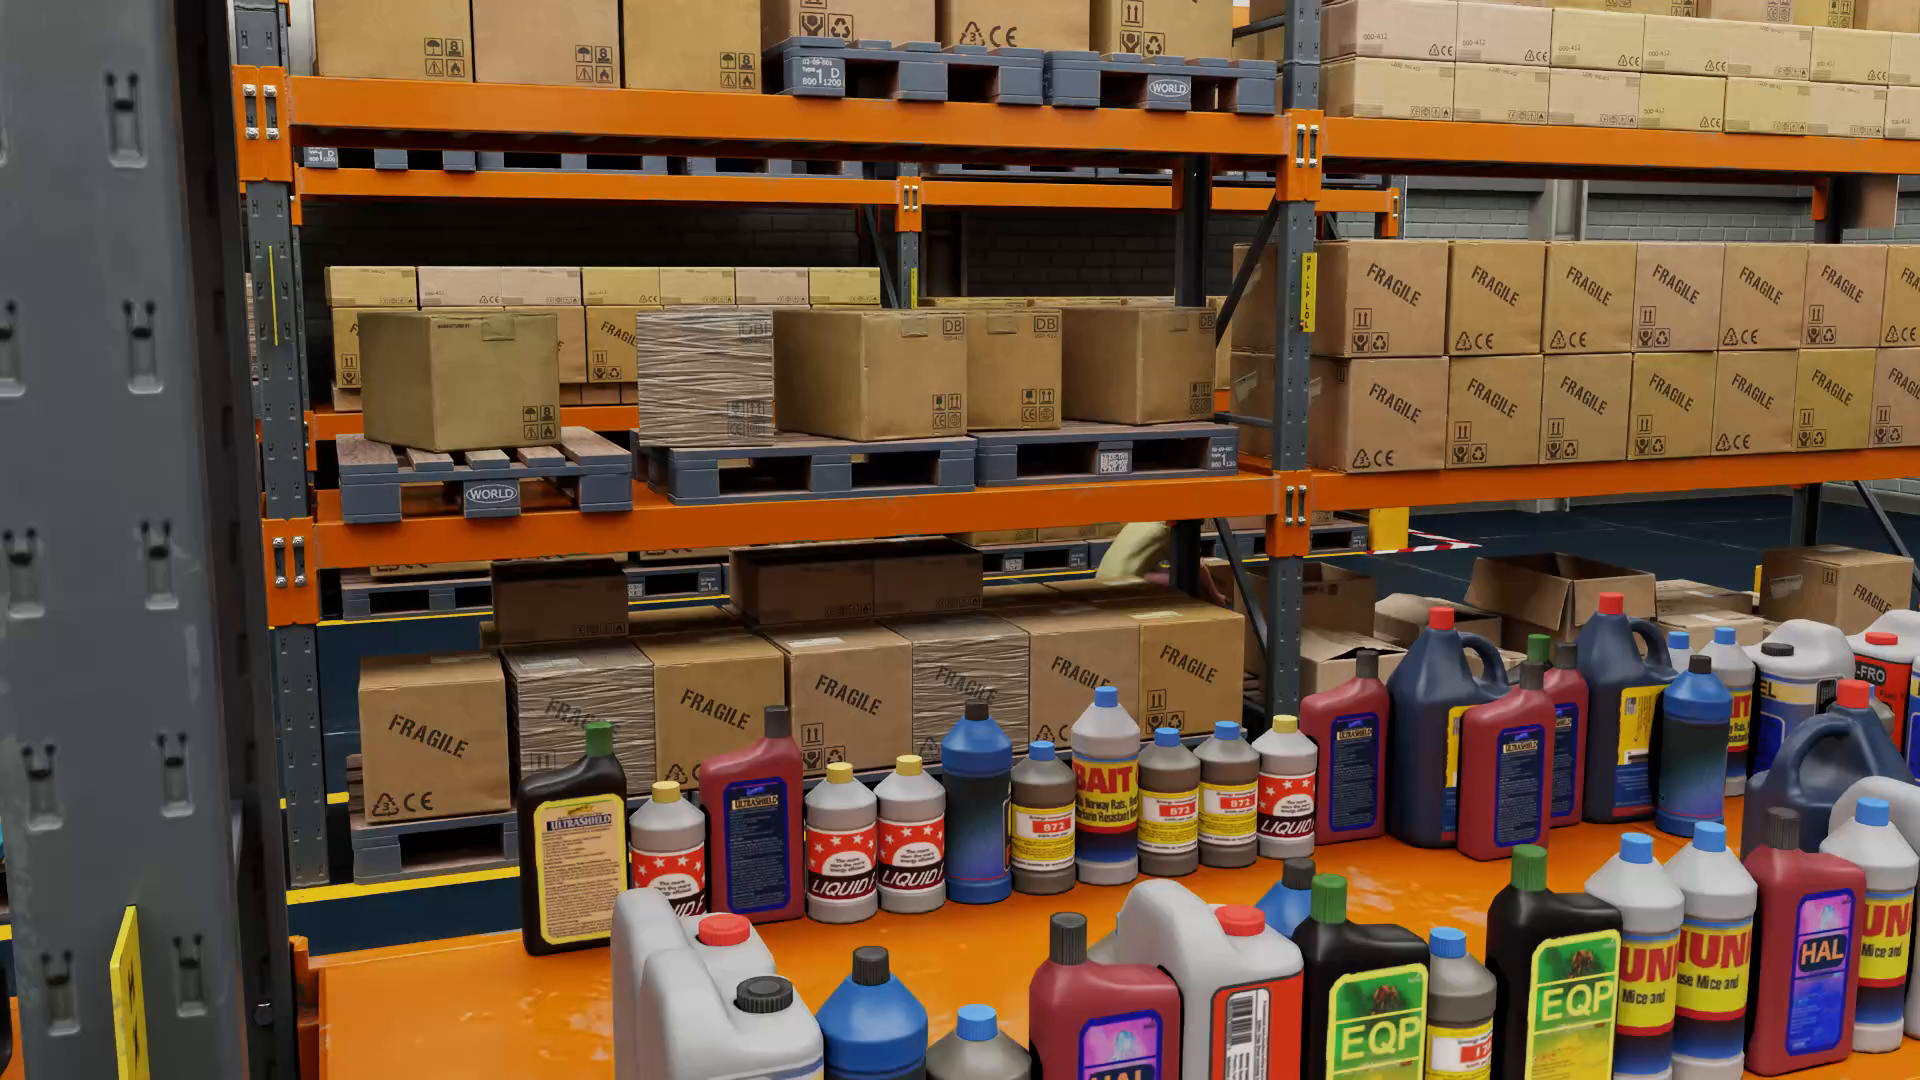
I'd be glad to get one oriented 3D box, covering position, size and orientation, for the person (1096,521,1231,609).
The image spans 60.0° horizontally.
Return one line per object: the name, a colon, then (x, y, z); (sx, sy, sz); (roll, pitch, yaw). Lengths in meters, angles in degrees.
person: (1.199, 0.132, 9.921); (0.803, 0.940, 0.473); (-4, 10, -22)
